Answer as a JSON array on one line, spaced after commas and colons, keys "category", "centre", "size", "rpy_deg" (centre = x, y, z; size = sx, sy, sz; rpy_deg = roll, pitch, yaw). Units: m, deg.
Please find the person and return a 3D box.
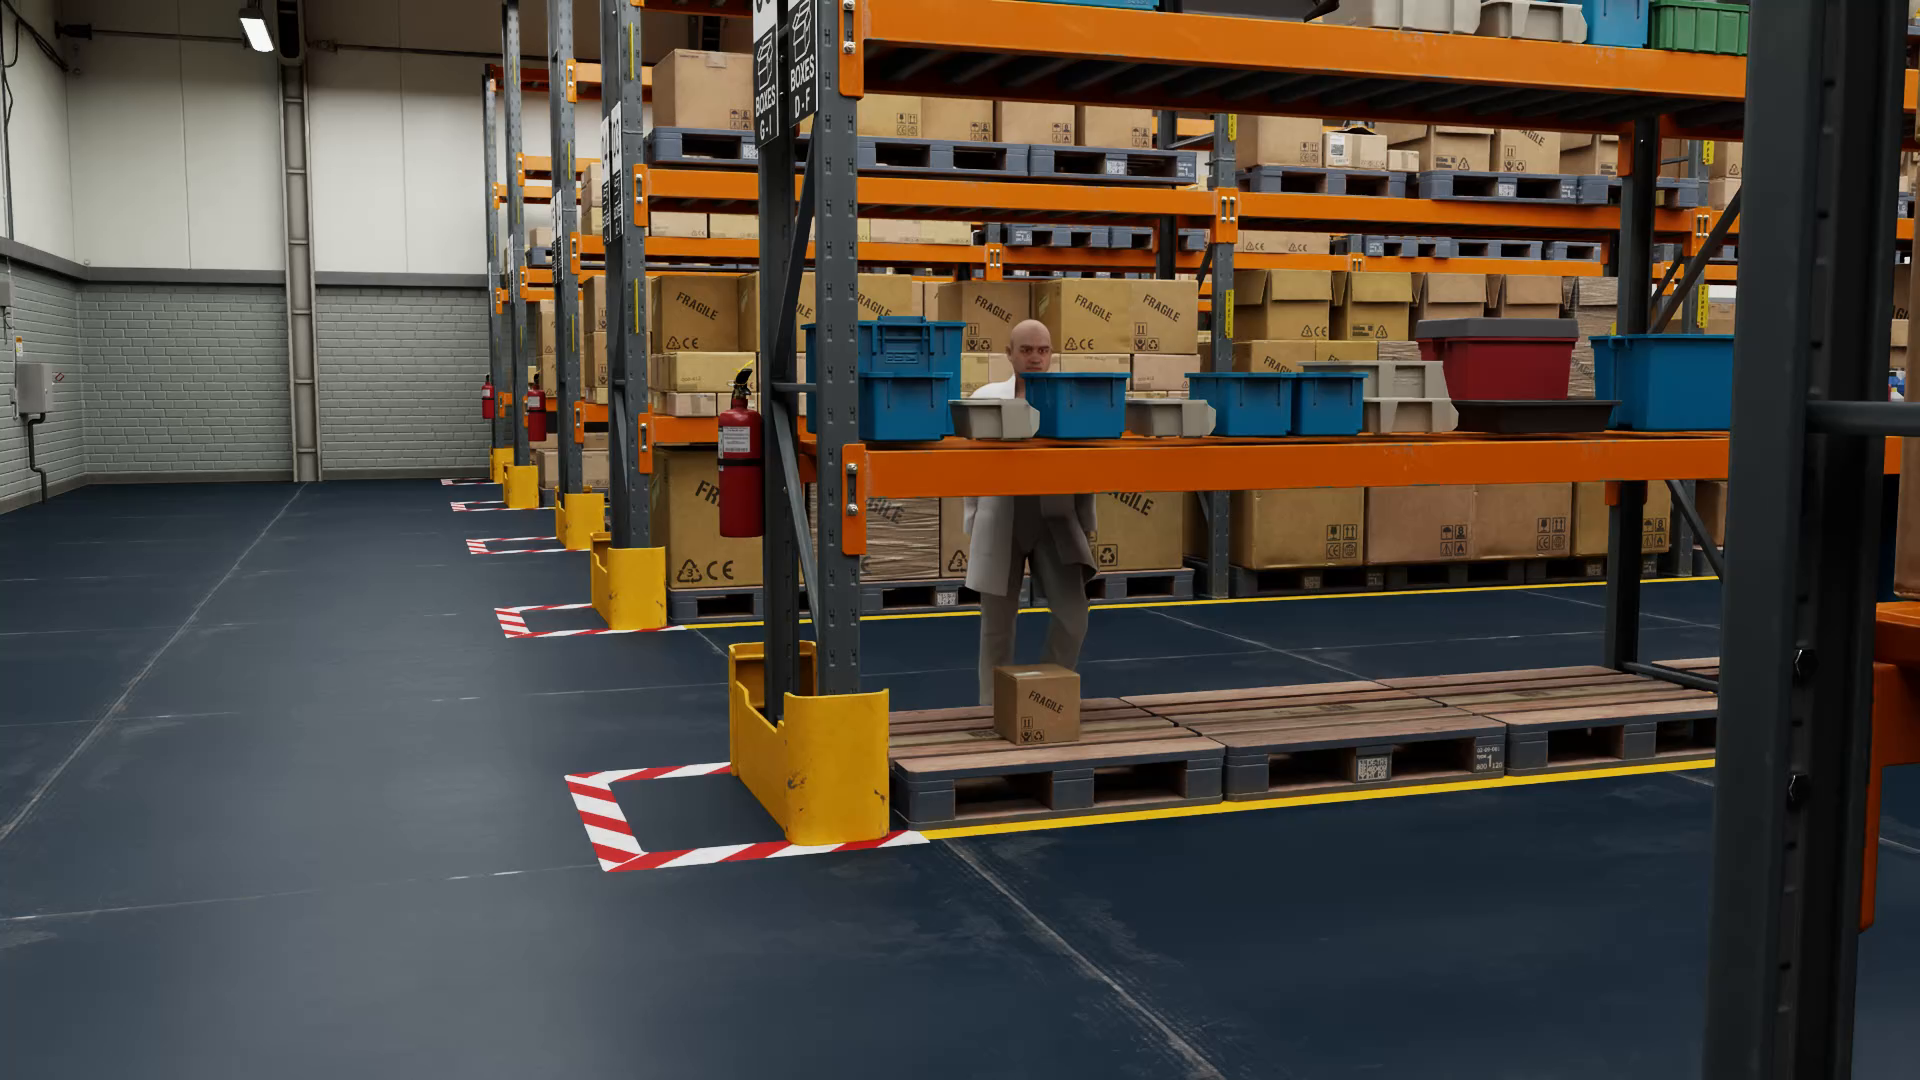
[{"category": "person", "centre": [0.291, -0.009, 6.829], "size": [0.562, 1.780, 0.512], "rpy_deg": [0, 6, 0]}]
